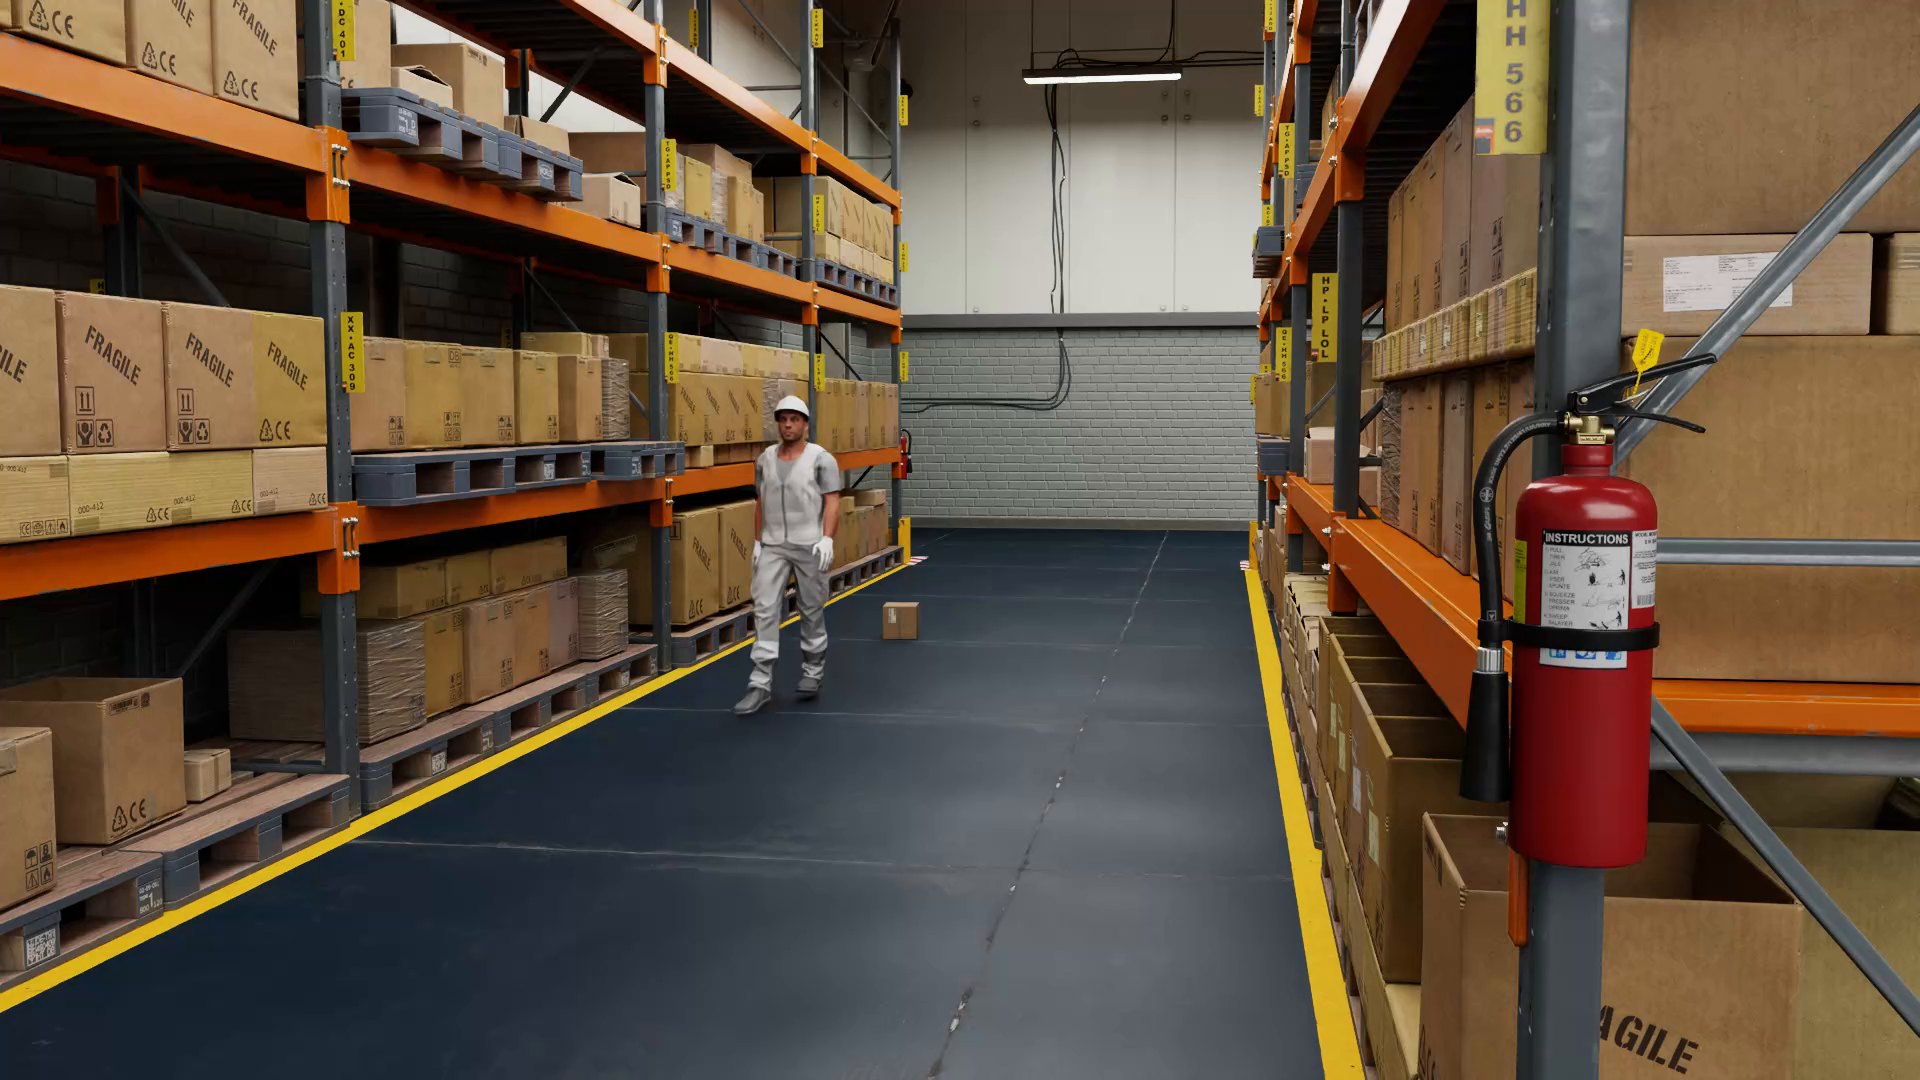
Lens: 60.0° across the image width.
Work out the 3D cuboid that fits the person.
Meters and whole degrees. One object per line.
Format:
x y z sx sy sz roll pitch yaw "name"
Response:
-0.984 0.057 9.514 0.589 1.765 0.900 1 4 12 "person"
